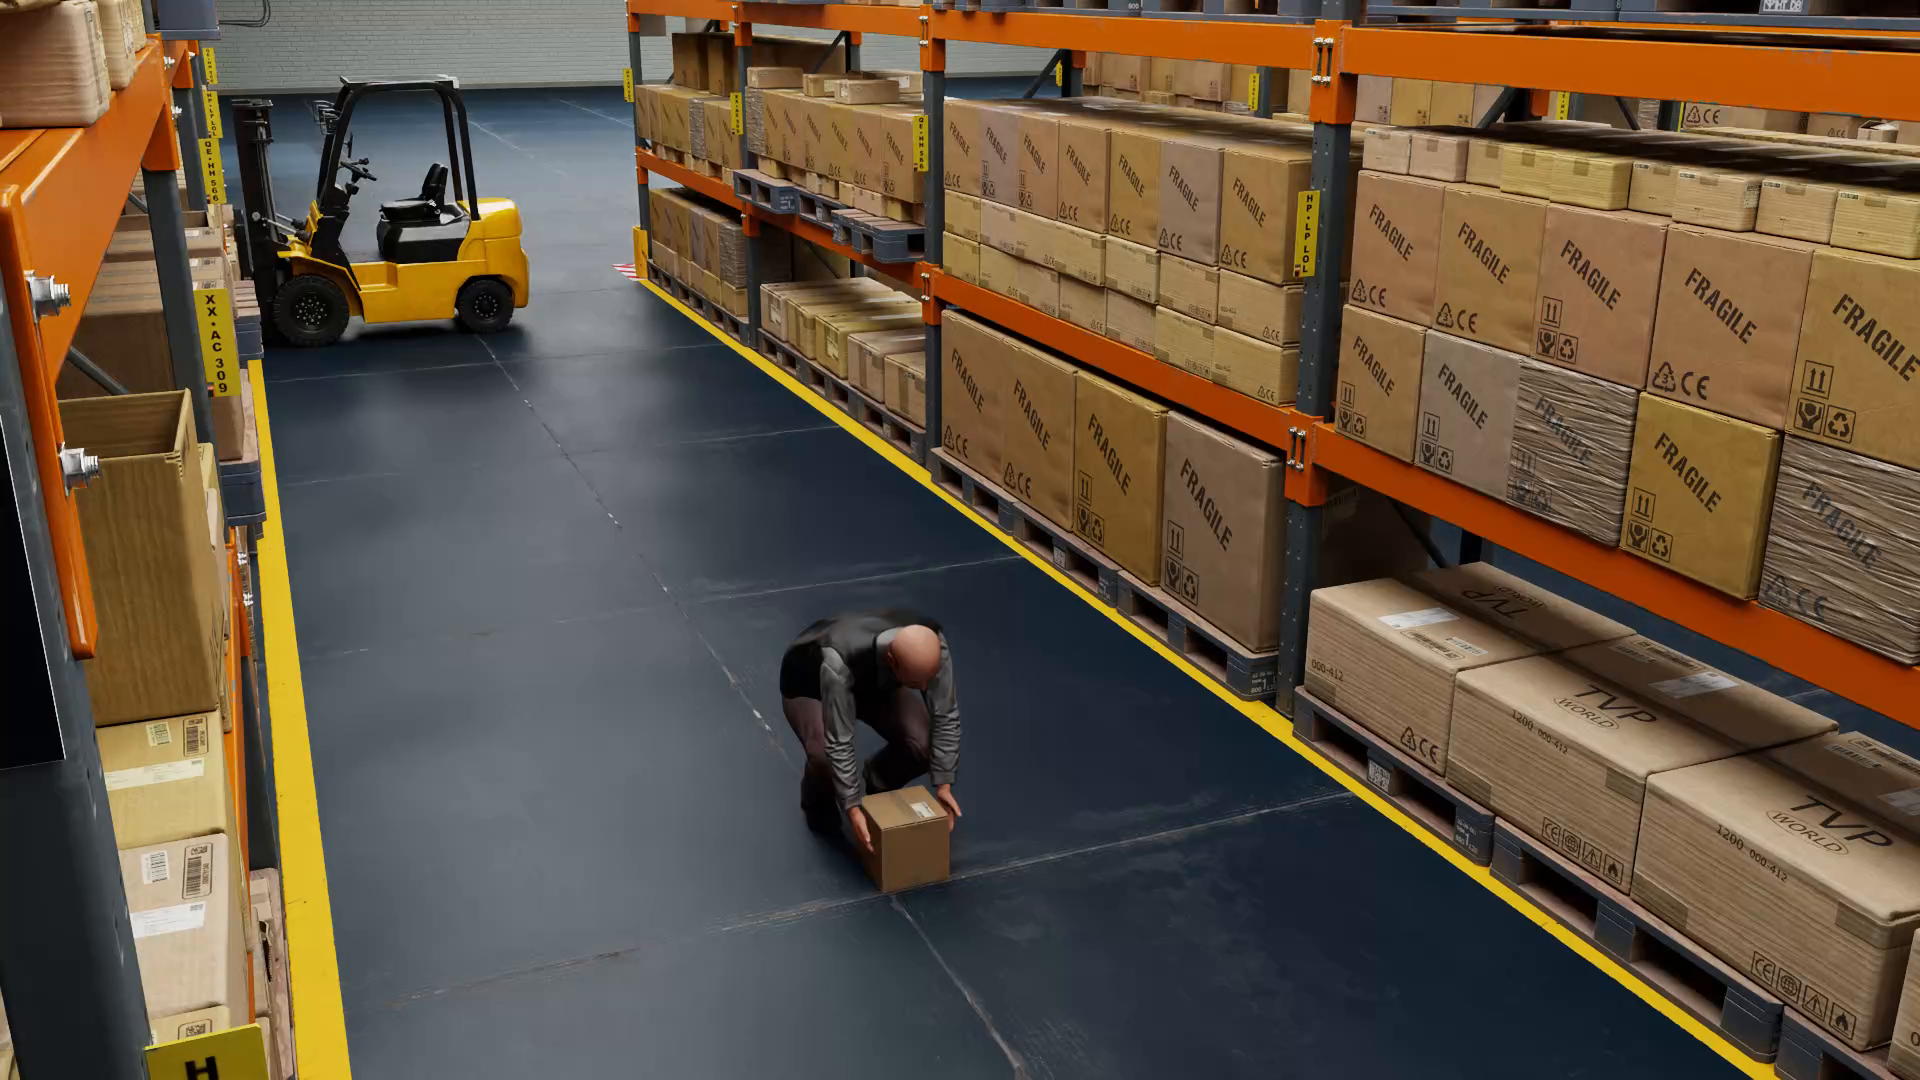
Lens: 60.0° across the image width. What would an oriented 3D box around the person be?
[{"bbox_3d":[-0.320,0.630,6.022,0.539,0.906,0.857,-8,20,-22],"label":"person"}]
